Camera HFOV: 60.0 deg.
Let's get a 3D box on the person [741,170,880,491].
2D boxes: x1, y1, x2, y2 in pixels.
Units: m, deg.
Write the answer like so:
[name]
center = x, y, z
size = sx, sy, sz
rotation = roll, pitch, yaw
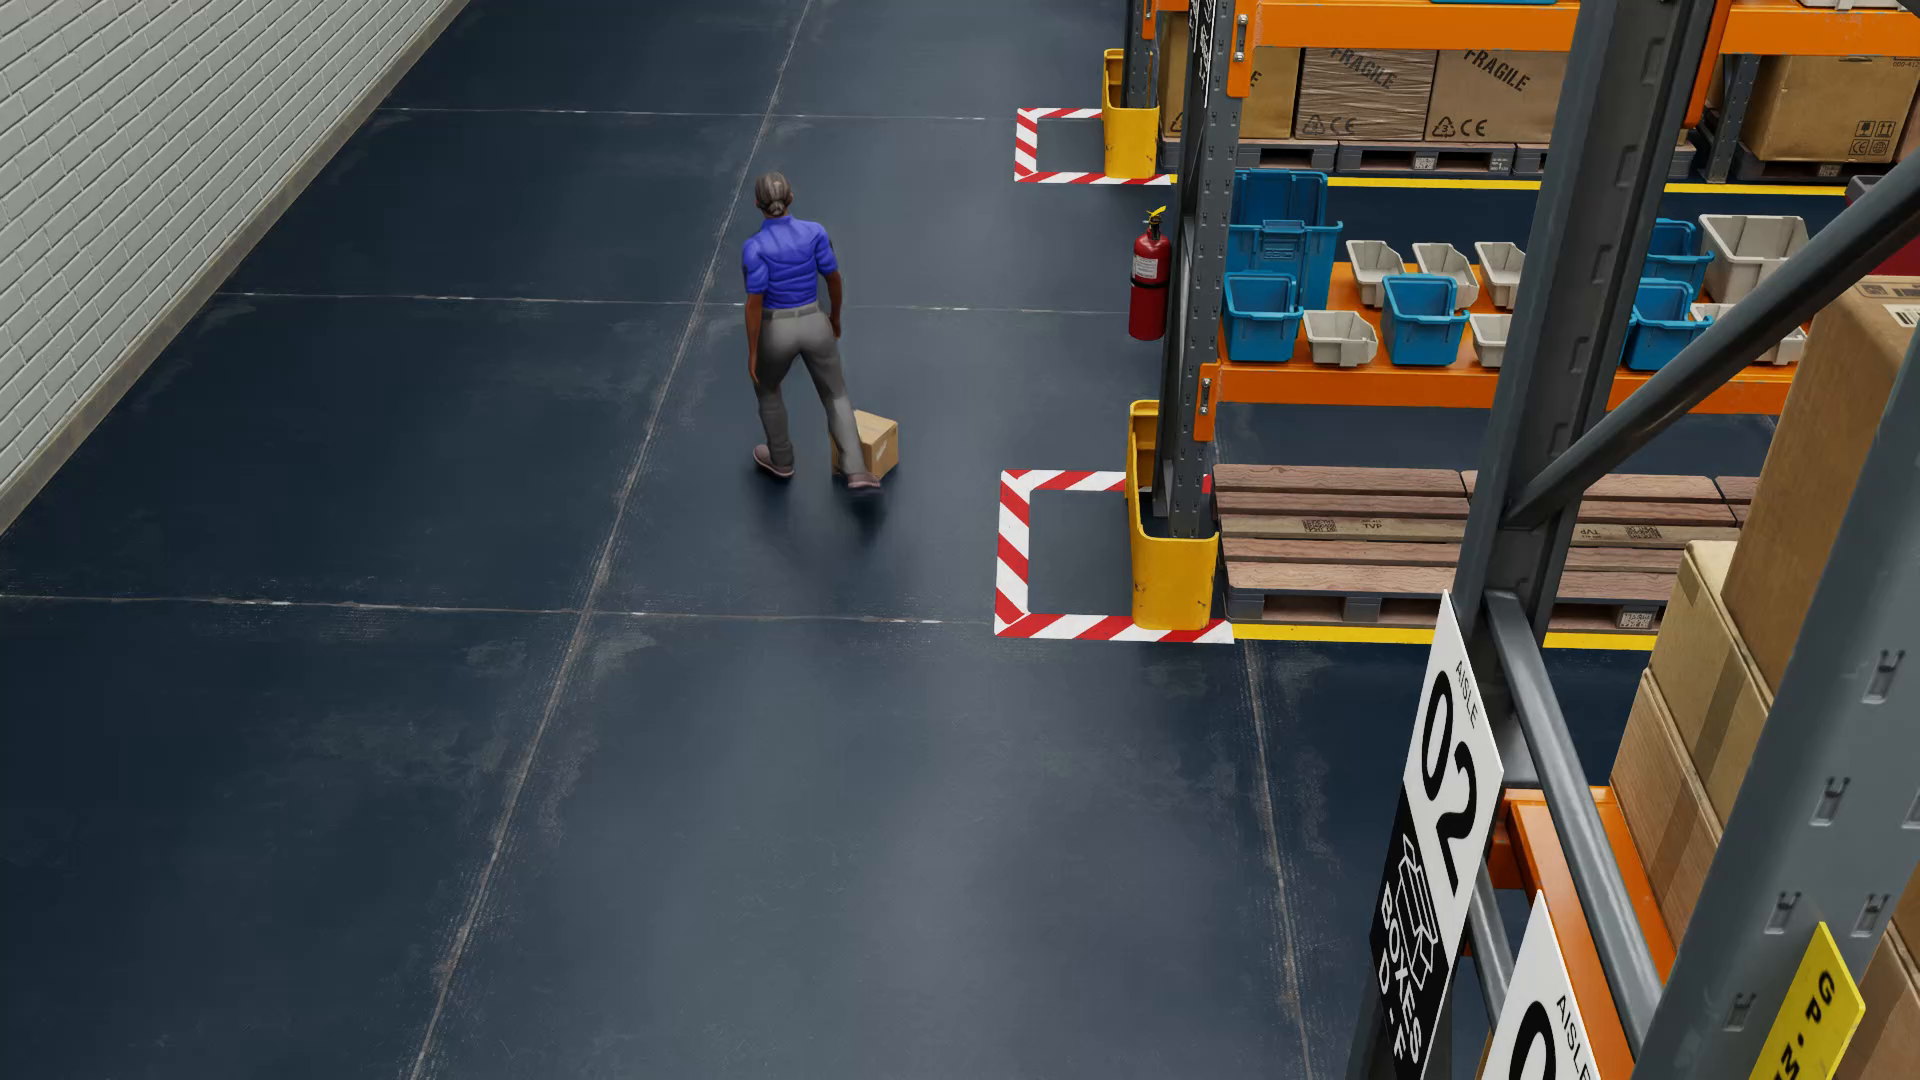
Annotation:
[person]
center = -0.737, -0.930, 7.936
size = 0.549, 1.607, 0.768
rotation = -13, 38, -18
